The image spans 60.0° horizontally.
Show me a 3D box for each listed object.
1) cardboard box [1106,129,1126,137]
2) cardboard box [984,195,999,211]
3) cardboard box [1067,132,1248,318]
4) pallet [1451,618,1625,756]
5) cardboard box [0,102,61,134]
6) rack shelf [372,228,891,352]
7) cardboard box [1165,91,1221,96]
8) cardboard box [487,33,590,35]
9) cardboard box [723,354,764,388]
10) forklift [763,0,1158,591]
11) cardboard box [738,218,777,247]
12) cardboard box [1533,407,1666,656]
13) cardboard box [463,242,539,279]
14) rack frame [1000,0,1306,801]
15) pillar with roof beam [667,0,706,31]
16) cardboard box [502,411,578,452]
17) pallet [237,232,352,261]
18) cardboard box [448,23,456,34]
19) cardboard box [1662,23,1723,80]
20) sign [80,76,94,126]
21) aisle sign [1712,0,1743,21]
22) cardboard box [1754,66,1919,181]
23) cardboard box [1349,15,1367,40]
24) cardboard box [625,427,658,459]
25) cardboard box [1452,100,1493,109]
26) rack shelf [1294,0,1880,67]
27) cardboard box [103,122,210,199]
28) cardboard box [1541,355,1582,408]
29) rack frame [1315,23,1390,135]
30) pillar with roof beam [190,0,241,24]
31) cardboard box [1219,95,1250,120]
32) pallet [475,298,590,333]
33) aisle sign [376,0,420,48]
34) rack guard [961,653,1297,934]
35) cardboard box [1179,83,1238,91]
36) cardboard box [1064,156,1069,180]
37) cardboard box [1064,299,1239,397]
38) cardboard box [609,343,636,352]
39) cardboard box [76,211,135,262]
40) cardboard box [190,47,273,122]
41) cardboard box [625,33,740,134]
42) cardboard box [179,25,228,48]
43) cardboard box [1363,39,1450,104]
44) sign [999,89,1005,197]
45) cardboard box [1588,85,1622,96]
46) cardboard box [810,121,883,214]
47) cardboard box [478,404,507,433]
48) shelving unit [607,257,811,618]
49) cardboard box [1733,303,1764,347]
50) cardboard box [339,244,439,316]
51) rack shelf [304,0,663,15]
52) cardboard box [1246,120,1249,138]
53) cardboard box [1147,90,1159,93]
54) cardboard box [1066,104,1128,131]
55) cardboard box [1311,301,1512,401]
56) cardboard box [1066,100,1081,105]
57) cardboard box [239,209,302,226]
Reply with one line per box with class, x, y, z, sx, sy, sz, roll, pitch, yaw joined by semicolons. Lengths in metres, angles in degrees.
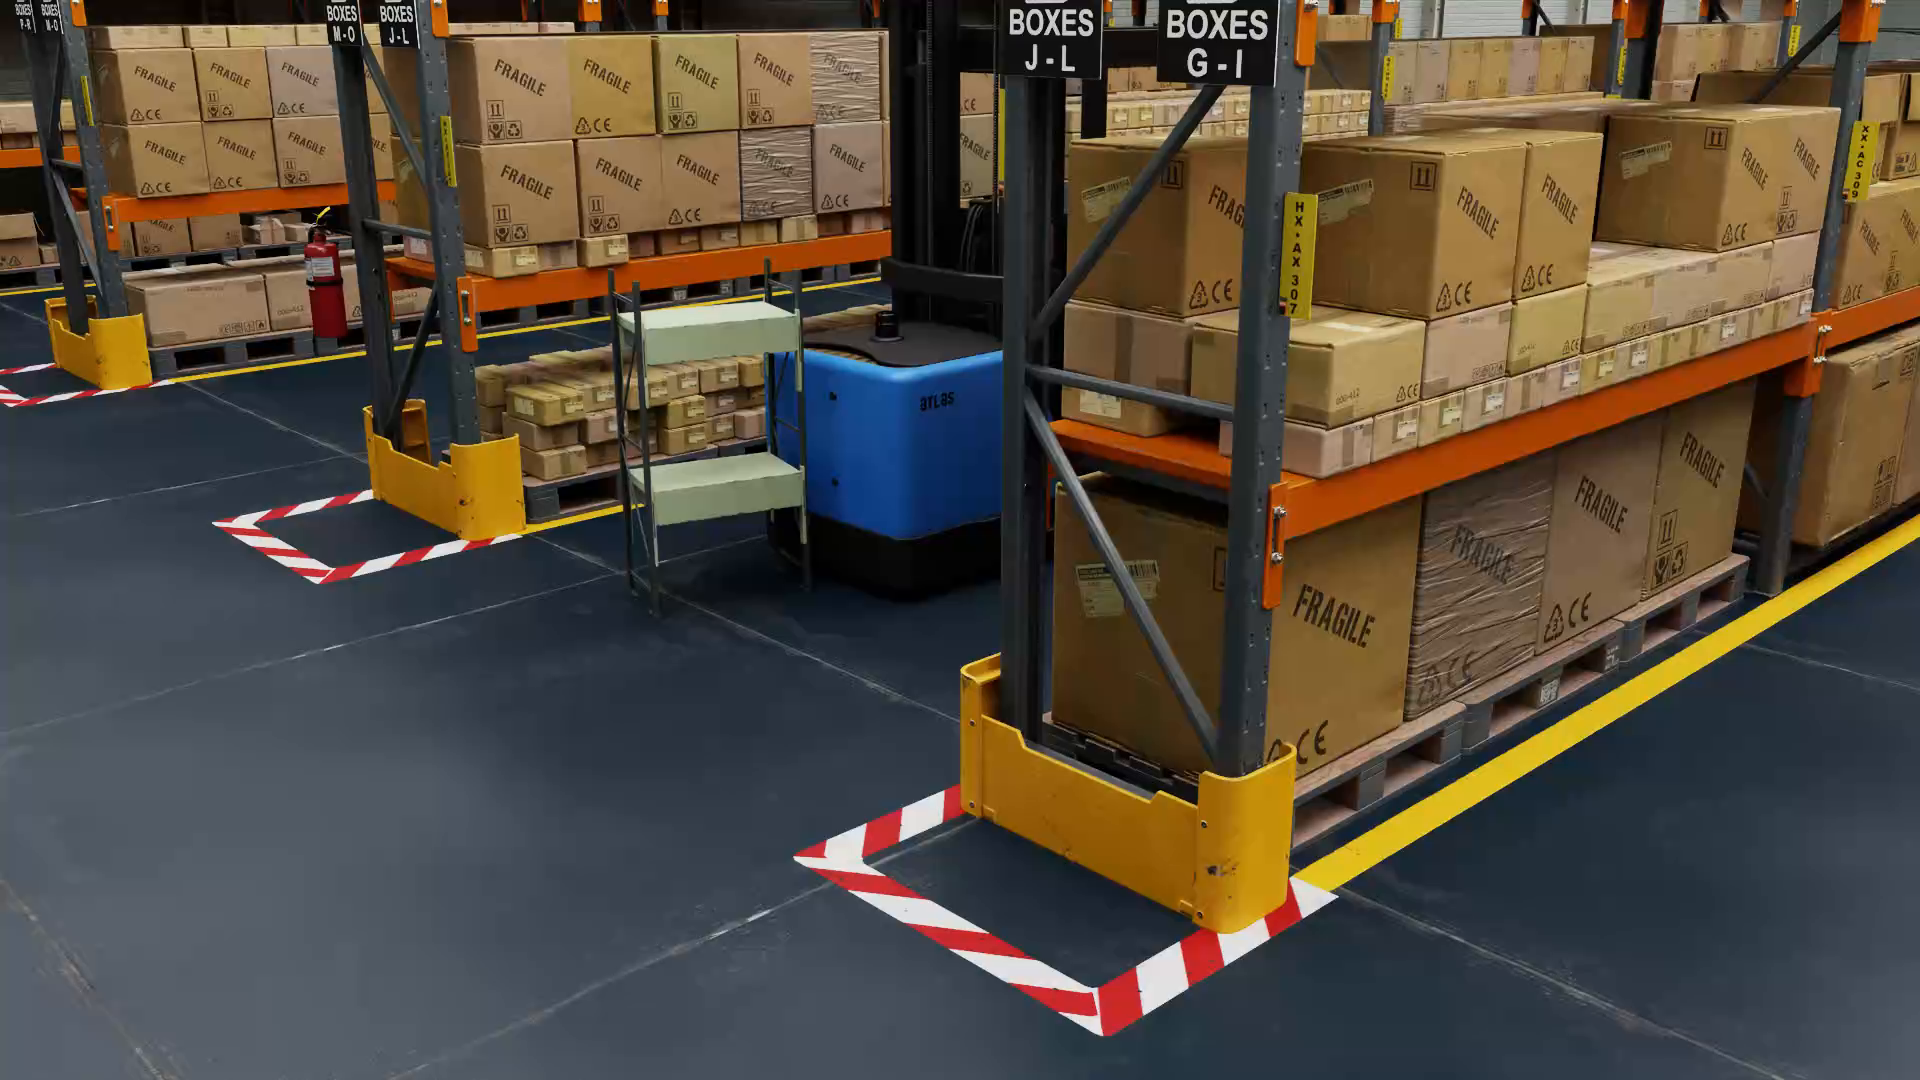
cardboard box;0.881;-2.667;11.092;0.250;0.149;0.380;-17;24;-42
cardboard box;0.045;-2.177;10.744;0.250;0.149;0.380;-17;24;-41
cardboard box;0.693;-1.018;5.307;0.500;0.500;0.500;-16;24;-40
pallet;1.933;0.453;6.745;1.213;0.211;1.003;-16;24;-41
cardboard box;-8.821;-3.974;15.640;0.500;0.250;0.500;-16;24;-40
rack shelf;-1.362;-1.644;9.857;4.000;0.370;1.077;-16;24;-41
cardboard box;1.766;-3.344;12.696;0.250;0.149;0.380;-15;23;-38
cardboard box;-2.285;-2.487;9.026;0.500;0.500;0.500;17;25;42
cardboard box;-1.258;-1.007;9.704;0.250;0.149;0.380;-16;24;-40
forklift;0.445;-1.532;8.456;1.130;2.935;3.031;17;25;42
cardboard box;-1.256;-1.780;9.518;0.250;0.149;0.380;-15;23;-39
cardboard box;2.237;-0.153;6.858;0.875;0.875;0.875;-16;24;-41
cardboard box;-2.354;-1.438;8.463;0.250;0.149;0.380;-17;24;-41
rack frame;0.519;-0.429;4.945;0.127;3.000;1.000;-16;24;-41
pillar with roof beam;-0.604;-7.824;18.026;0.400;9.000;9.100;-16;24;-41
cardboard box;-2.258;-0.601;8.933;0.250;0.149;0.380;-15;23;-39
pallet;-7.296;-3.137;17.819;1.213;0.211;1.003;-16;24;-41
cardboard box;-4.171;-3.992;13.098;0.250;0.149;0.380;-16;24;-41
cardboard box;7.382;-5.101;17.359;0.500;0.550;0.875;-16;24;-41
sign;-5.912;-2.974;11.261;0.005;0.325;0.100;-16;24;-41
aisle sign;8.656;-6.271;18.749;0.004;0.787;0.394;-16;24;-41
cardboard box;4.391;-2.082;8.253;0.637;0.503;0.797;-16;24;-40
cardboard box;4.742;-6.442;21.226;0.500;0.500;0.700;-16;24;-40
cardboard box;-1.905;-0.573;9.330;0.250;0.149;0.380;-16;24;-40
cardboard box;4.244;-3.555;14.423;0.500;0.500;0.500;-16;24;-41
rack shelf;1.973;-1.938;5.900;4.000;0.370;1.077;-16;24;-41
cardboard box;-5.743;-2.735;11.895;0.500;0.500;0.500;-17;24;-41
cardboard box;1.937;-0.584;5.830;0.250;0.149;0.380;-17;24;-41
rack frame;2.998;-3.257;13.668;0.127;3.000;1.000;-16;24;-41
pillar with roof beam;-4.963;-6.553;14.104;0.400;9.000;9.100;-16;24;-41
cardboard box;2.016;-3.141;12.069;0.250;0.149;0.380;-15;23;-38
pallet;-3.989;-2.028;14.396;1.213;0.211;1.003;-16;24;-41
aisle sign;-2.662;-2.716;7.783;0.004;0.787;0.394;-16;24;-41
rack guard;0.502;0.765;5.315;0.348;0.500;1.175;-16;24;-41
cardboard box;2.941;-5.413;19.671;0.500;0.500;0.500;-16;24;-41
cardboard box;0.694;-2.470;10.967;0.380;0.149;0.250;16;24;41
cardboard box;0.689;-0.662;5.422;0.500;0.250;0.500;-17;24;-42
cardboard box;-1.893;-1.092;9.965;0.250;0.149;0.380;-15;23;-39
cardboard box;-8.545;-3.053;16.410;0.500;0.500;0.700;-15;23;-39
cardboard box;-5.374;-3.322;12.084;0.500;0.500;0.500;-17;25;-42
cardboard box;-1.551;-2.476;8.992;0.500;0.500;0.500;-17;25;-42
cardboard box;-5.432;-3.596;11.877;0.250;0.149;0.380;-15;23;-39
cardboard box;3.698;-3.981;14.116;0.500;0.500;0.700;-17;24;-42
sign;0.157;-1.217;5.114;0.005;0.325;0.100;-16;24;-41
cardboard box;6.164;-4.257;16.508;0.550;0.550;0.875;-16;24;-41
cardboard box;-0.806;-2.218;9.818;0.500;0.500;0.500;-16;24;-41
cardboard box;-2.628;-0.723;9.311;0.250;0.149;0.380;-17;25;-42
shelving unit;-1.120;-0.473;7.513;0.755;1.500;0.431;-9;20;-26
cardboard box;3.056;-0.910;6.836;0.250;0.149;0.380;-17;24;-42
cardboard box;-4.563;-2.180;13.818;0.875;0.438;0.875;17;25;42
rack shelf;-5.343;-6.118;18.793;4.000;0.370;1.077;-16;24;-41
cardboard box;2.016;-2.999;12.114;0.250;0.149;0.380;-15;24;-39
cardboard box;2.042;-5.050;18.924;0.380;0.149;0.250;17;25;42
cardboard box;0.892;-2.814;11.062;0.250;0.149;0.380;-15;23;-39
cardboard box;1.427;-0.652;5.394;0.500;0.250;0.500;-17;24;-41
cardboard box;0.633;-3.013;11.677;0.380;0.149;0.250;17;25;42
cardboard box;-7.438;-3.443;17.919;0.500;0.311;0.500;-15;23;-39
